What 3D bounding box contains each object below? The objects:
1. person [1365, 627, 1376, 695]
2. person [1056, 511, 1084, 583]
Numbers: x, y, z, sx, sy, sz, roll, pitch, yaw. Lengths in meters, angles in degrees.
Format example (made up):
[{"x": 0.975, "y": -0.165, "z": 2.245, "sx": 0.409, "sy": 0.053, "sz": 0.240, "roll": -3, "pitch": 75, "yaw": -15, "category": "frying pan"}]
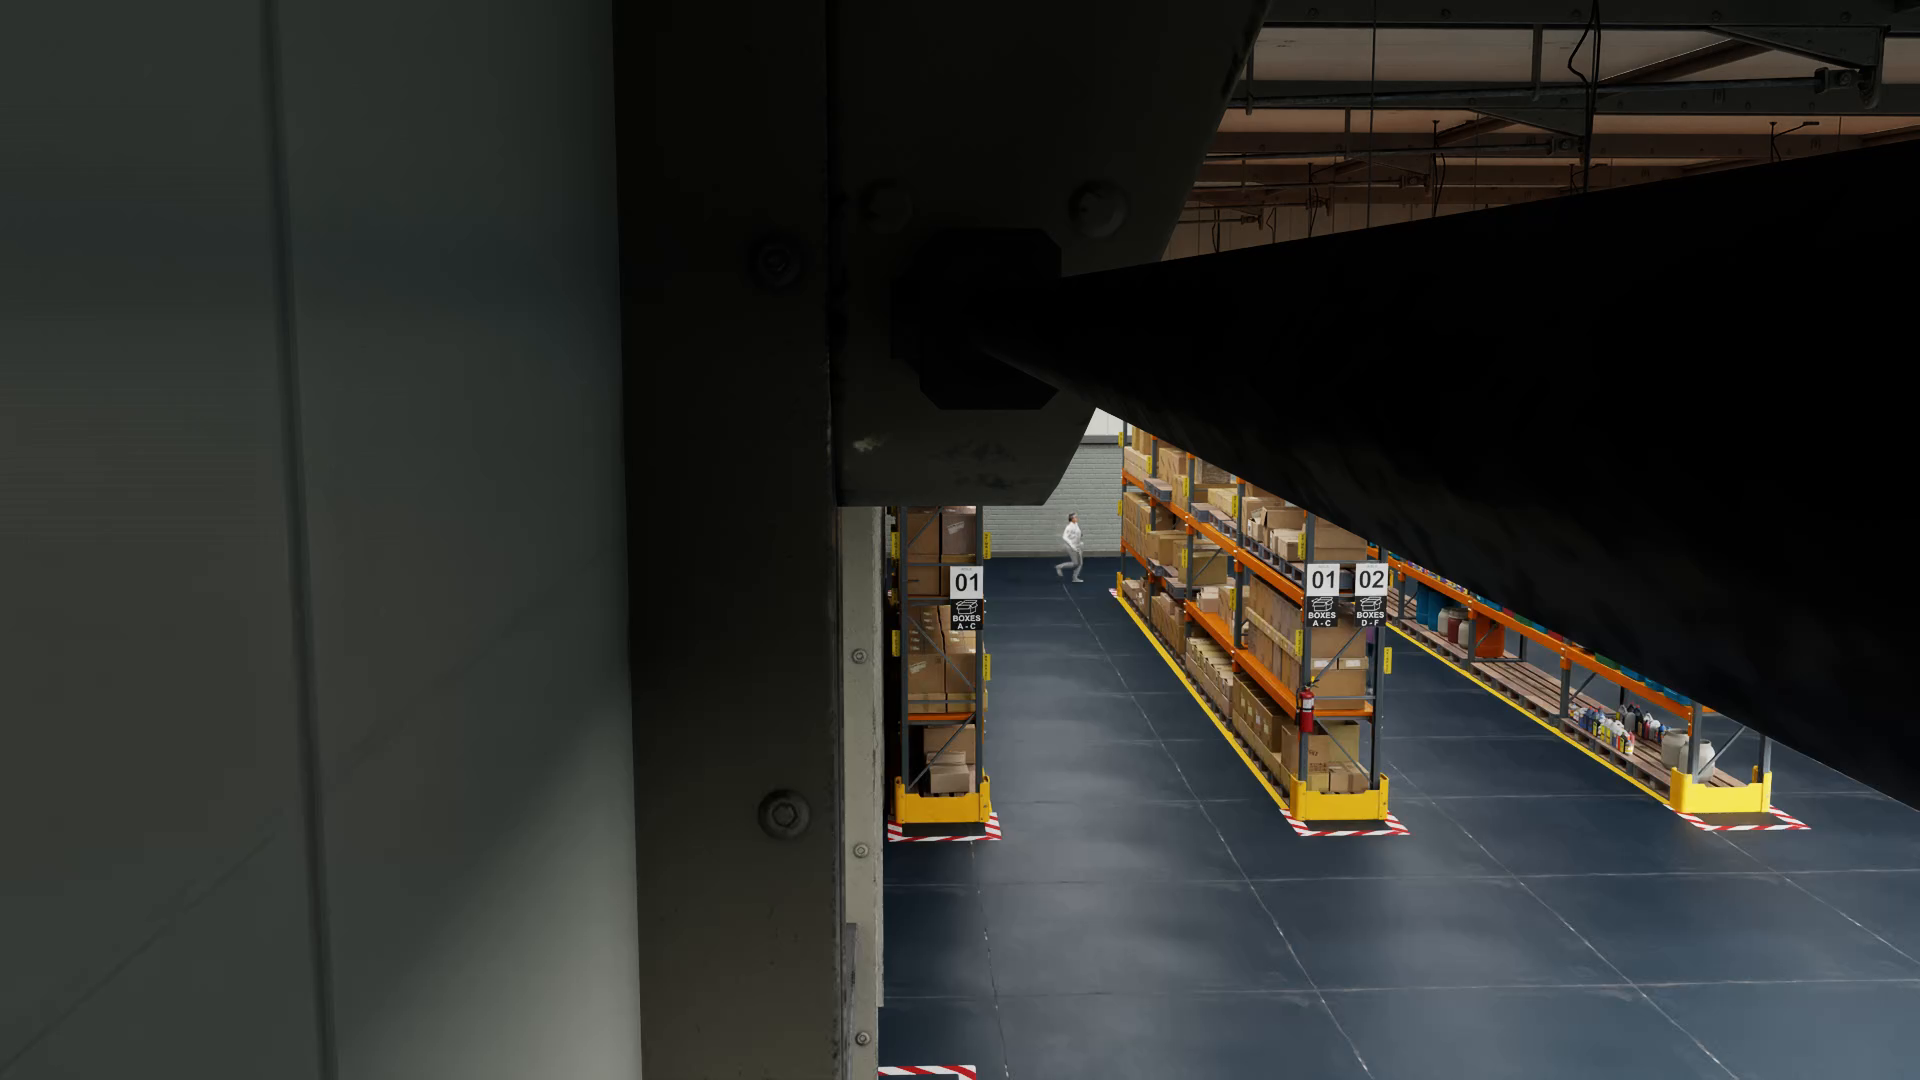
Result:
[{"x": 6.667, "y": 1.689, "z": 27.308, "sx": 0.515, "sy": 1.603, "sz": 0.862, "roll": -3, "pitch": 8, "yaw": -19, "category": "person"}, {"x": 2.559, "y": 0.152, "z": 38.194, "sx": 0.653, "sy": 1.652, "sz": 0.625, "roll": 4, "pitch": 9, "yaw": 24, "category": "person"}]
